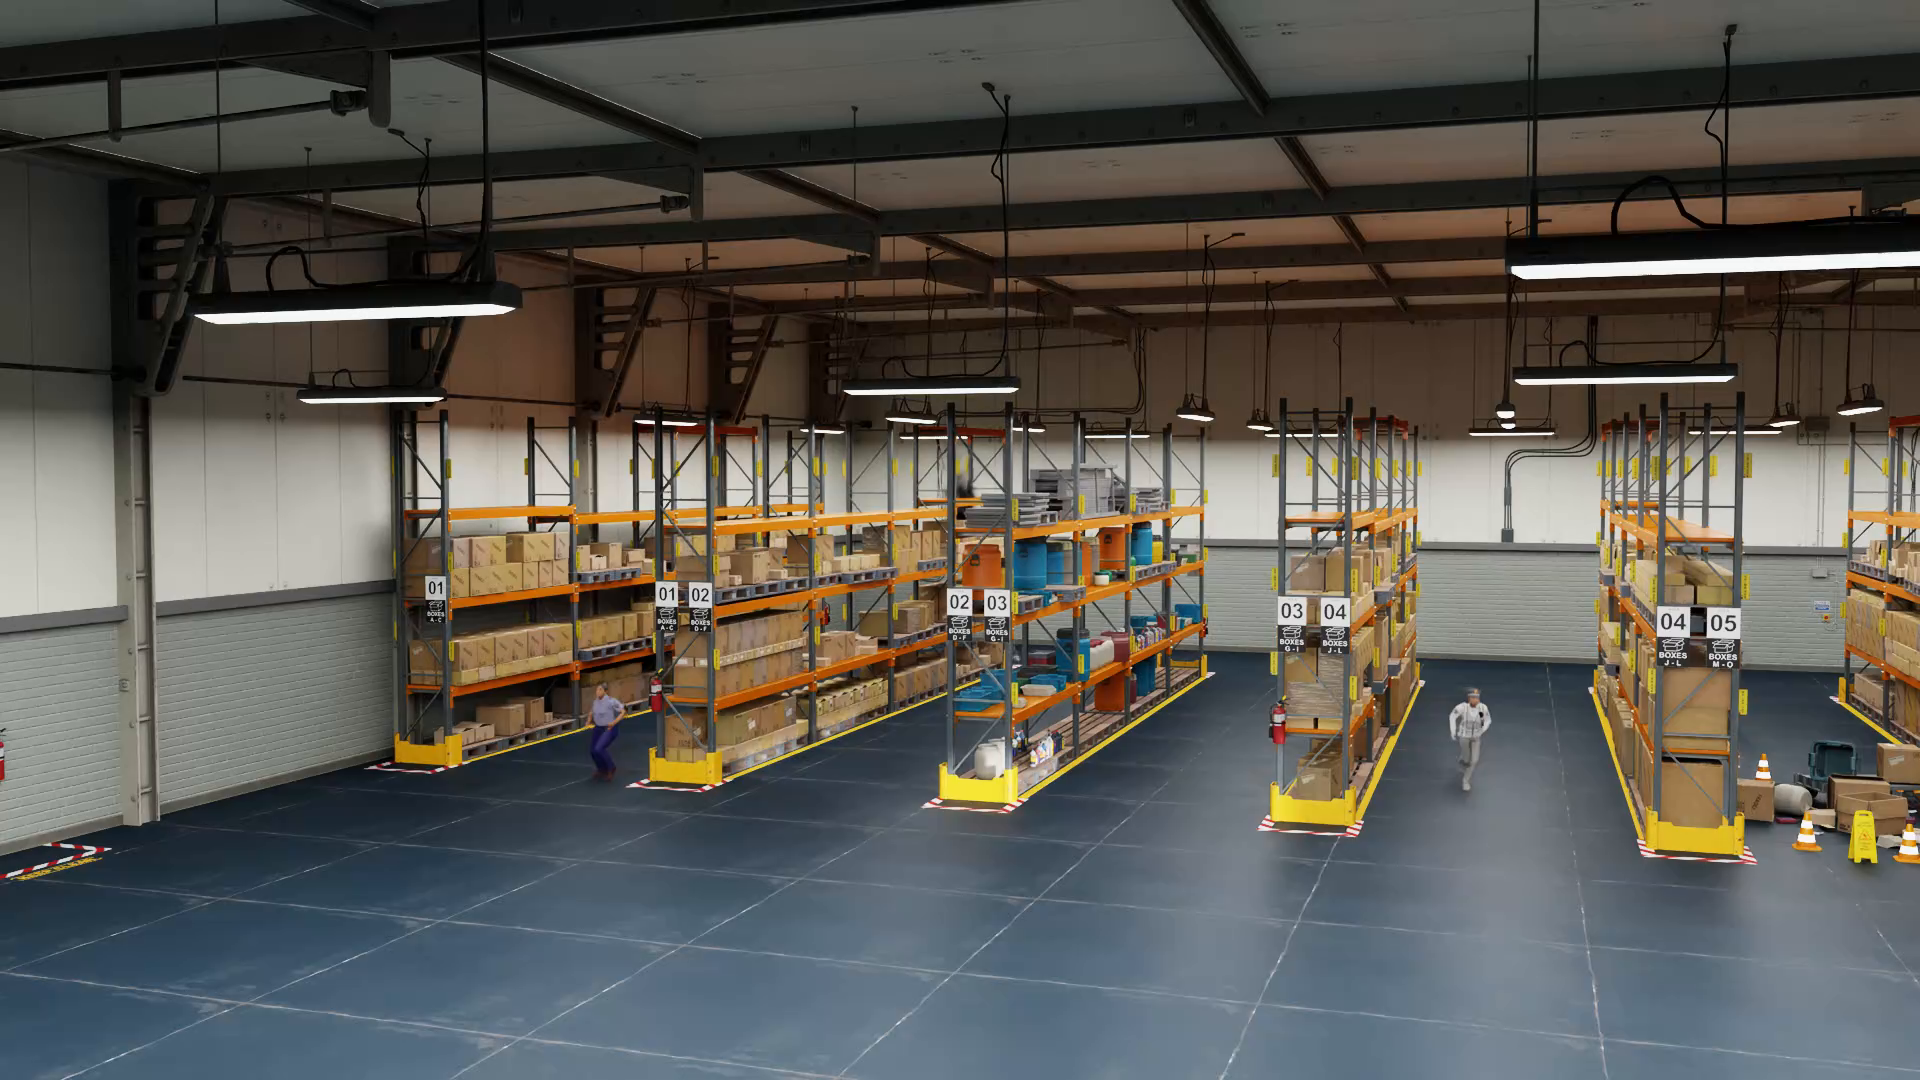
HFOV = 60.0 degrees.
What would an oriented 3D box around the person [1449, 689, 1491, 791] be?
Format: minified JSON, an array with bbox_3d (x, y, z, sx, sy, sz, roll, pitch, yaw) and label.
[{"bbox_3d":[7.976,3.101,26.031,0.610,1.622,0.712,0,2,1],"label":"person"}]

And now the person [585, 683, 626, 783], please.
[{"bbox_3d":[-5.717,3.079,26.706,0.760,1.568,0.667,2,3,33],"label":"person"}]

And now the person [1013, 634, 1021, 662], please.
[{"bbox_3d":[1.180,2.395,43.466,0.510,1.512,1.018,-2,3,-42],"label":"person"}]
